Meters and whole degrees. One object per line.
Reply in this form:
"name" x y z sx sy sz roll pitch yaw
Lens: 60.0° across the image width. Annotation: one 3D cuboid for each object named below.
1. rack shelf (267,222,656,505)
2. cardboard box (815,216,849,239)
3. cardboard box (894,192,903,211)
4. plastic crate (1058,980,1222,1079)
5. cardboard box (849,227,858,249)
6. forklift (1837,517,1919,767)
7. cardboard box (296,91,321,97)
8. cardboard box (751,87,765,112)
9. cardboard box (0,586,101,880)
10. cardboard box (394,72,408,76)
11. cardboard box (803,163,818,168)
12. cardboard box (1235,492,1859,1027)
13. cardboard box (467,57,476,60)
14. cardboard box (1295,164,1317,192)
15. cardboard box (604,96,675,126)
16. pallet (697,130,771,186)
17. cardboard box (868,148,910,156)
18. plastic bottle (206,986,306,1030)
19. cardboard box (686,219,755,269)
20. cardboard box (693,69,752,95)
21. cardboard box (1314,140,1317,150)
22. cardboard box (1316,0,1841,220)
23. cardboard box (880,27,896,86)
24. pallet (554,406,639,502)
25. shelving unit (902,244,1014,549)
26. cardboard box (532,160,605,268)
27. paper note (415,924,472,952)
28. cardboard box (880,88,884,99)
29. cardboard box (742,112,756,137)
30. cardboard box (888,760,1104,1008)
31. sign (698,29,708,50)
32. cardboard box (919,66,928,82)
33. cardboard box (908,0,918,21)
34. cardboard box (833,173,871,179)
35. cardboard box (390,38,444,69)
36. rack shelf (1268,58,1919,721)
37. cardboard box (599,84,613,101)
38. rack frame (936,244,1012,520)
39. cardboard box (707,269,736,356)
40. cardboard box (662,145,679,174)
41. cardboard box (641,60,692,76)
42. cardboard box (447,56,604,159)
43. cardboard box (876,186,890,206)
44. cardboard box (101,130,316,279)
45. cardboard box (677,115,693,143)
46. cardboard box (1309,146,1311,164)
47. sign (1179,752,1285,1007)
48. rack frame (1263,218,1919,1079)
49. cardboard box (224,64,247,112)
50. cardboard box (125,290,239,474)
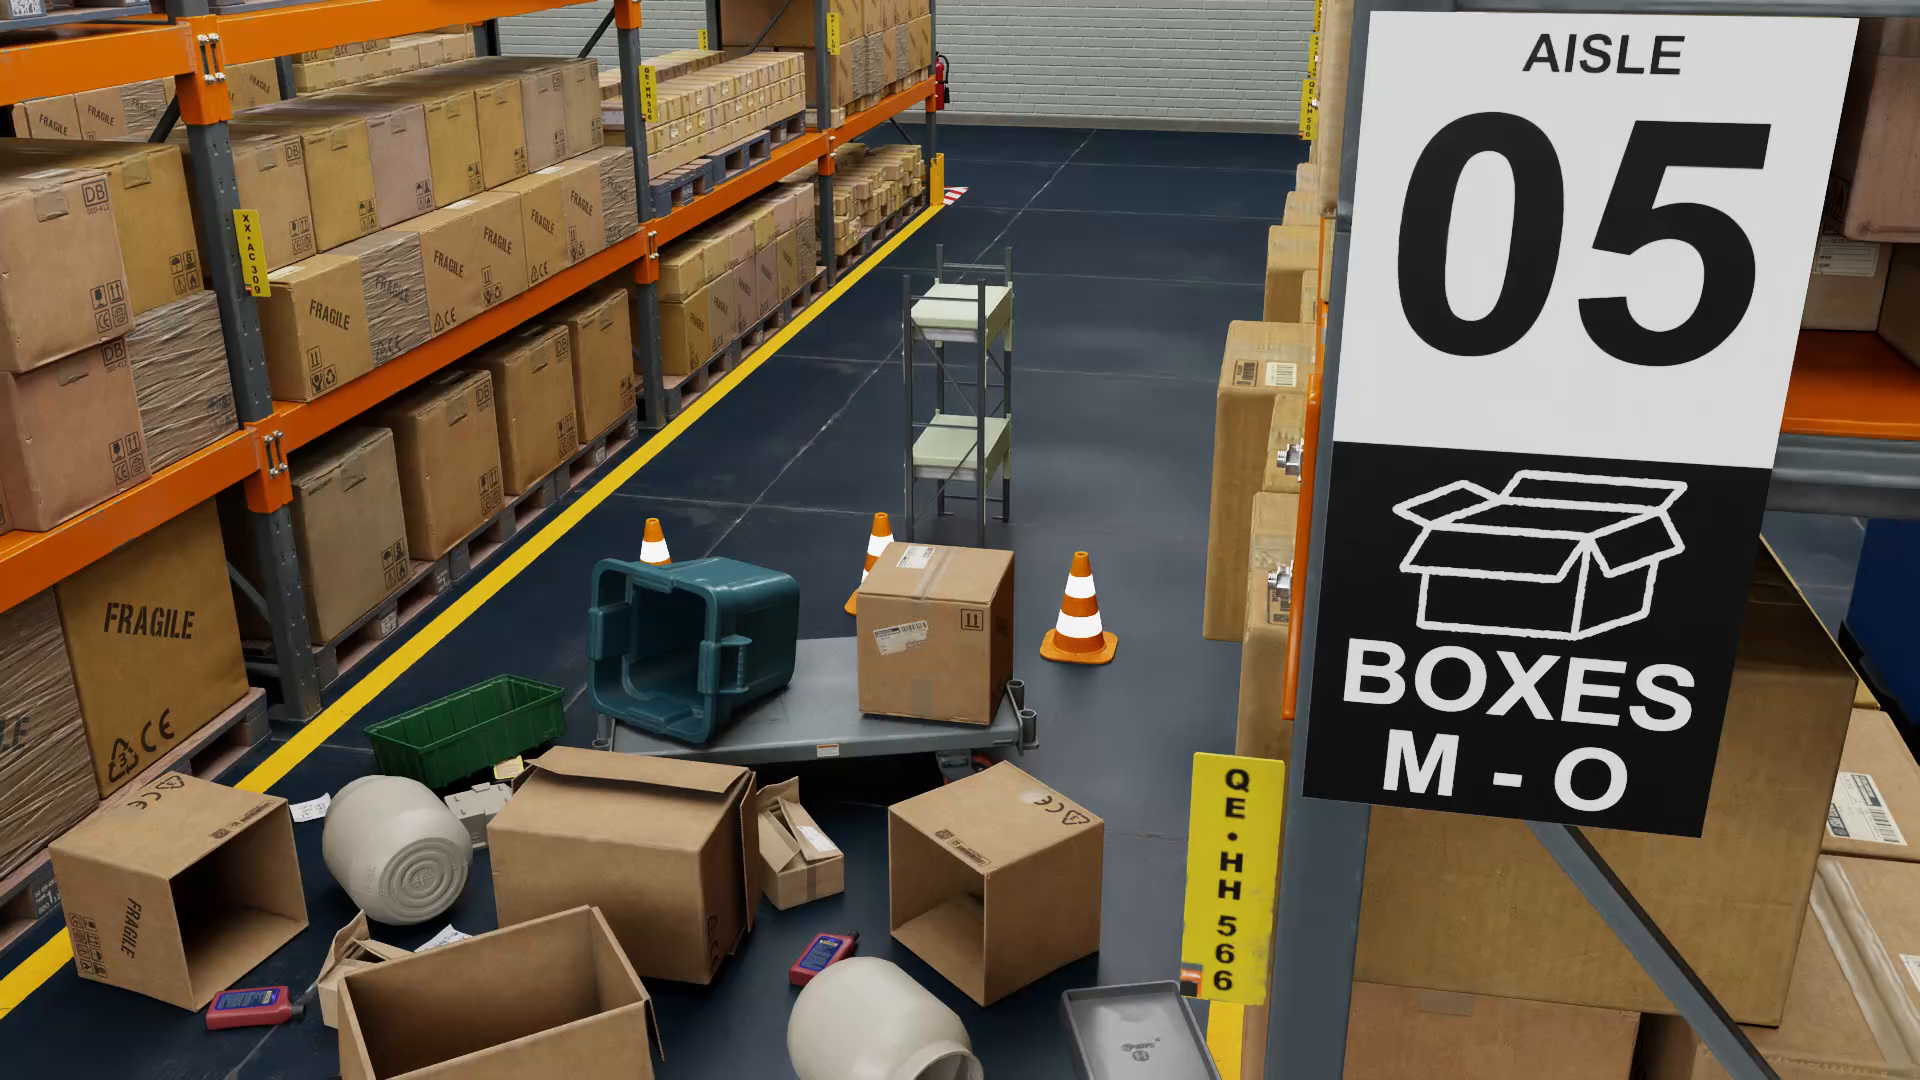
"rack shelf" -2.795 -1.077 8.476 1.077 0.370 4.000 4 22 11
"cardboard box" -1.183 -2.724 14.457 0.380 0.149 0.250 5 23 13
"cardboard box" -0.777 -3.351 16.412 0.380 0.149 0.250 3 22 9
"plastic crate" 0.541 1.527 4.955 0.402 0.080 0.583 -3 22 -8
"cardboard box" -1.127 -2.683 14.755 0.380 0.149 0.250 5 22 13
"forklift" 4.013 -0.163 5.334 1.130 2.935 3.031 5 22 11
"cardboard box" -6.019 -3.986 15.073 0.380 0.149 0.250 5 22 11
"cardboard box" -1.670 -3.278 12.354 0.380 0.149 0.250 3 22 8
"cardboard box" -3.580 0.666 5.466 0.875 0.875 0.875 5 22 11
"cardboard box" -5.703 -4.557 16.489 0.380 0.149 0.250 4 22 9
"cardboard box" -1.443 -3.568 16.155 0.380 0.149 0.250 5 22 12
"cardboard box" 0.738 0.272 2.292 0.700 0.500 0.500 4 22 10
"cardboard box" -5.391 -5.116 17.877 0.380 0.149 0.250 5 22 11
"cardboard box" 1.362 -0.843 5.060 0.700 0.500 0.500 4 22 10
"cardboard box" -2.050 -2.749 10.642 0.380 0.149 0.250 4 22 9
"pallet" -2.023 -2.780 11.998 1.003 0.211 1.213 4 22 11
"cardboard box" -0.721 -3.916 17.019 0.380 0.149 0.250 5 22 12
"plastic bottle" -2.177 1.451 5.170 0.283 0.061 0.133 -3 22 -8
"cardboard box" -1.792 -2.124 11.894 0.500 0.250 0.500 5 22 11
"cardboard box" -1.728 -3.321 12.062 0.380 0.149 0.250 3 22 9
"cardboard box" 2.329 -2.521 9.626 0.500 0.500 0.500 4 22 9
"cardboard box" 0.688 -0.543 1.975 0.500 0.250 0.500 4 22 10
"cardboard box" -0.910 -4.513 15.511 0.500 0.500 0.500 6 23 14
"pallet" -2.621 -0.566 9.977 1.003 0.211 1.213 4 22 11
"shelving unit" -0.001 -0.693 8.567 0.431 1.500 0.755 4 22 11
"cardboard box" -2.319 -1.821 9.226 0.500 0.500 0.500 4 22 11
"paper note" -1.688 1.338 5.502 0.172 0.023 0.155 13 25 29
"cardboard box" -0.931 -4.248 15.722 0.380 0.149 0.250 5 22 12
"cardboard box" -1.720 -3.046 12.176 0.380 0.149 0.250 5 23 13
"cardboard box" 0.113 1.108 5.431 0.500 0.500 0.500 -16 27 -35
"sign" -2.103 -4.045 13.724 0.100 0.325 0.005 4 22 11
"cardboard box" -0.544 -4.811 17.119 0.380 0.149 0.250 4 22 11
"cardboard box" -0.707 -5.344 16.238 0.500 0.500 0.500 4 22 9
"cardboard box" -1.042 -3.346 15.604 0.380 0.149 0.250 4 22 9
"cardboard box" -5.636 -4.982 17.012 0.500 0.250 0.500 4 22 9
"rack shelf" 1.256 -0.665 3.438 1.077 0.370 4.000 4 22 11
"cardboard box" -2.577 -2.996 11.255 0.380 0.149 0.250 5 22 13
"rack frame" 0.073 -0.827 8.900 0.400 1.500 0.023 4 22 11
"cardboard box" -1.893 -1.601 11.597 0.500 0.500 0.500 5 22 12
"cardboard box" -2.043 -2.467 10.737 0.380 0.149 0.250 6 23 14
"cardboard box" -2.260 -3.563 12.663 0.380 0.149 0.250 4 22 10
"cardboard box" -2.488 -2.489 9.546 0.700 0.500 0.500 4 22 11
"cardboard box" -0.879 -3.288 15.858 0.380 0.149 0.250 5 22 11
"cardboard box" -3.107 -1.371 6.771 0.700 0.500 0.500 4 22 10
"cardboard box" -1.987 -2.717 10.961 0.380 0.149 0.250 4 22 9
"cardboard box" 2.613 -2.497 11.238 0.500 0.250 0.500 4 22 10
"sign" 0.308 0.391 1.895 0.100 0.325 0.005 4 22 11
"rack frame" 0.848 1.124 2.047 1.000 3.000 0.127 4 22 11
"cardboard box" -6.341 -3.694 13.877 0.500 0.500 0.500 5 23 13
"cardboard box" -3.266 -0.613 6.160 0.875 0.550 0.550 4 22 11
